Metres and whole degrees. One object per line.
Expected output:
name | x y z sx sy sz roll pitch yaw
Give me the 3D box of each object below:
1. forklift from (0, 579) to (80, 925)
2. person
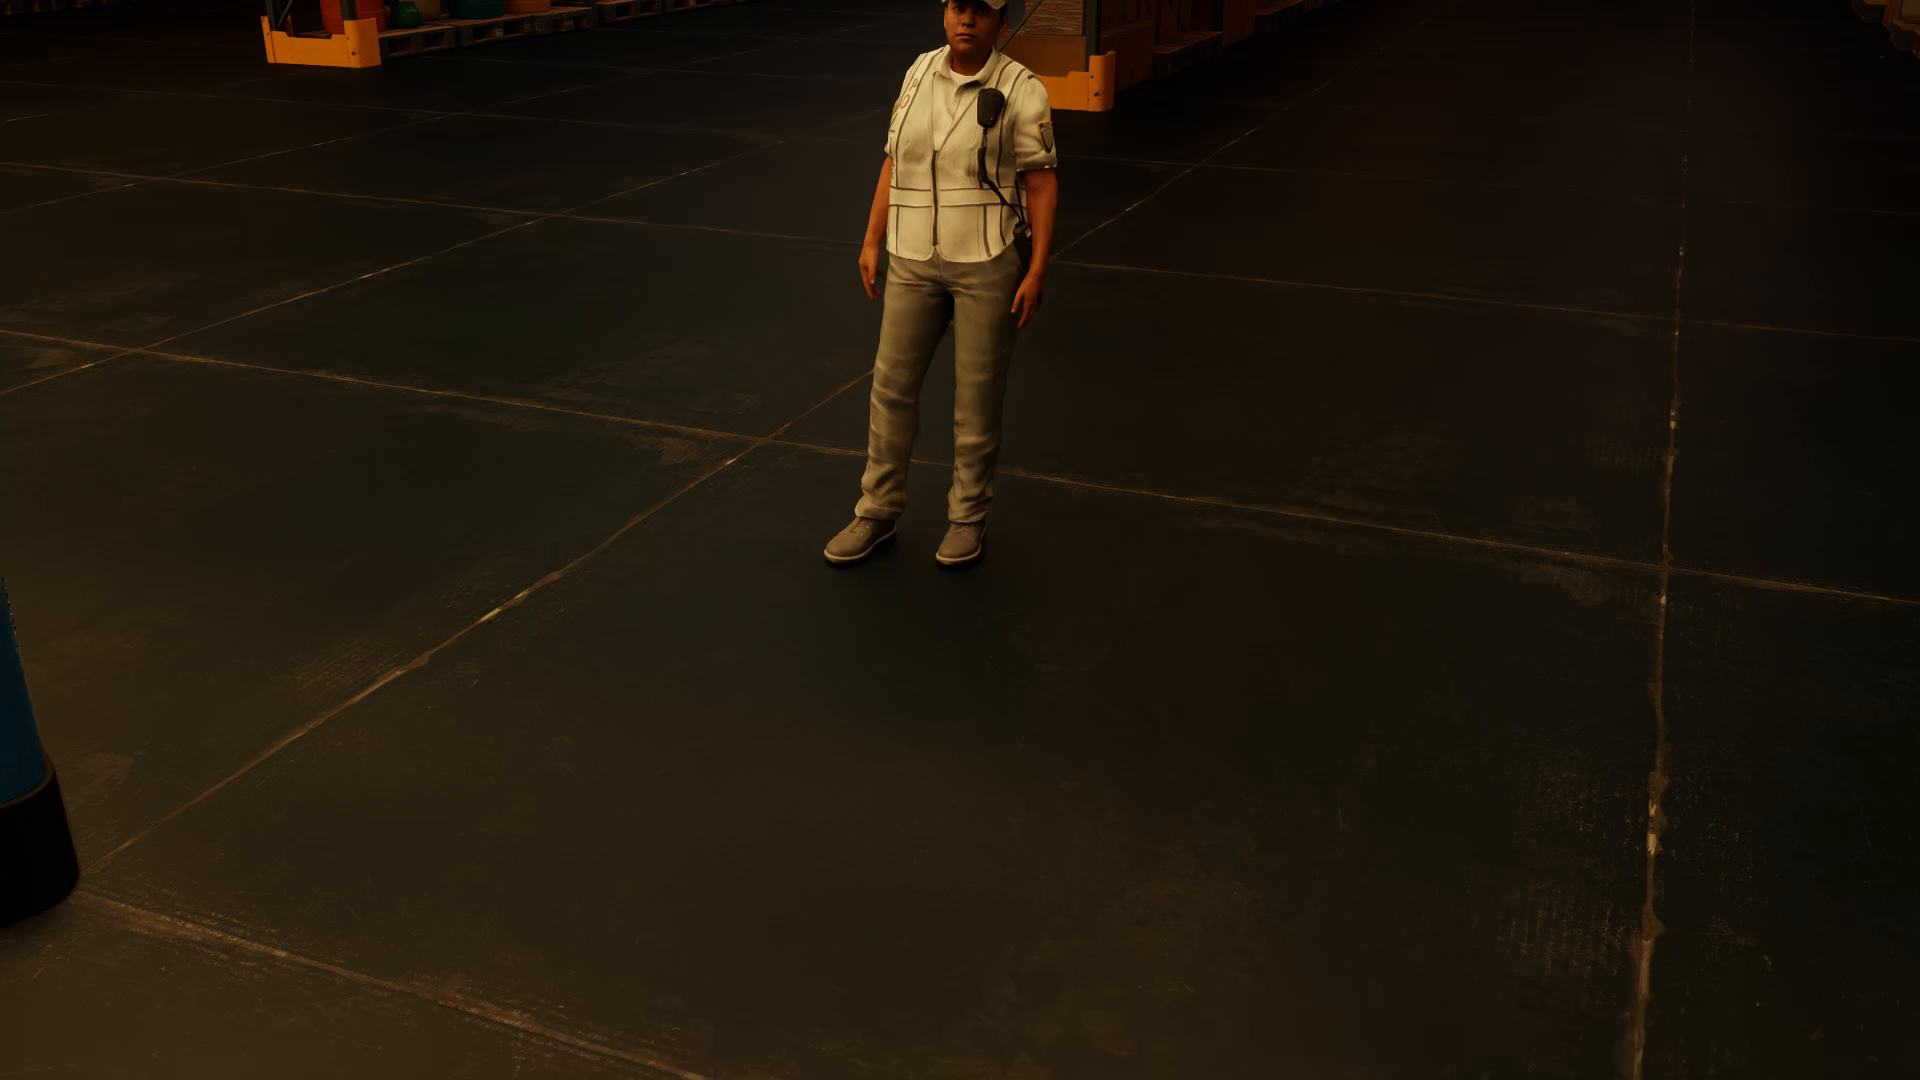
forklift | -3.209 -0.388 2.220 3.031 2.935 1.130 -17 28 -35
person | -0.050 -0.753 4.711 0.598 1.670 0.529 9 24 21
